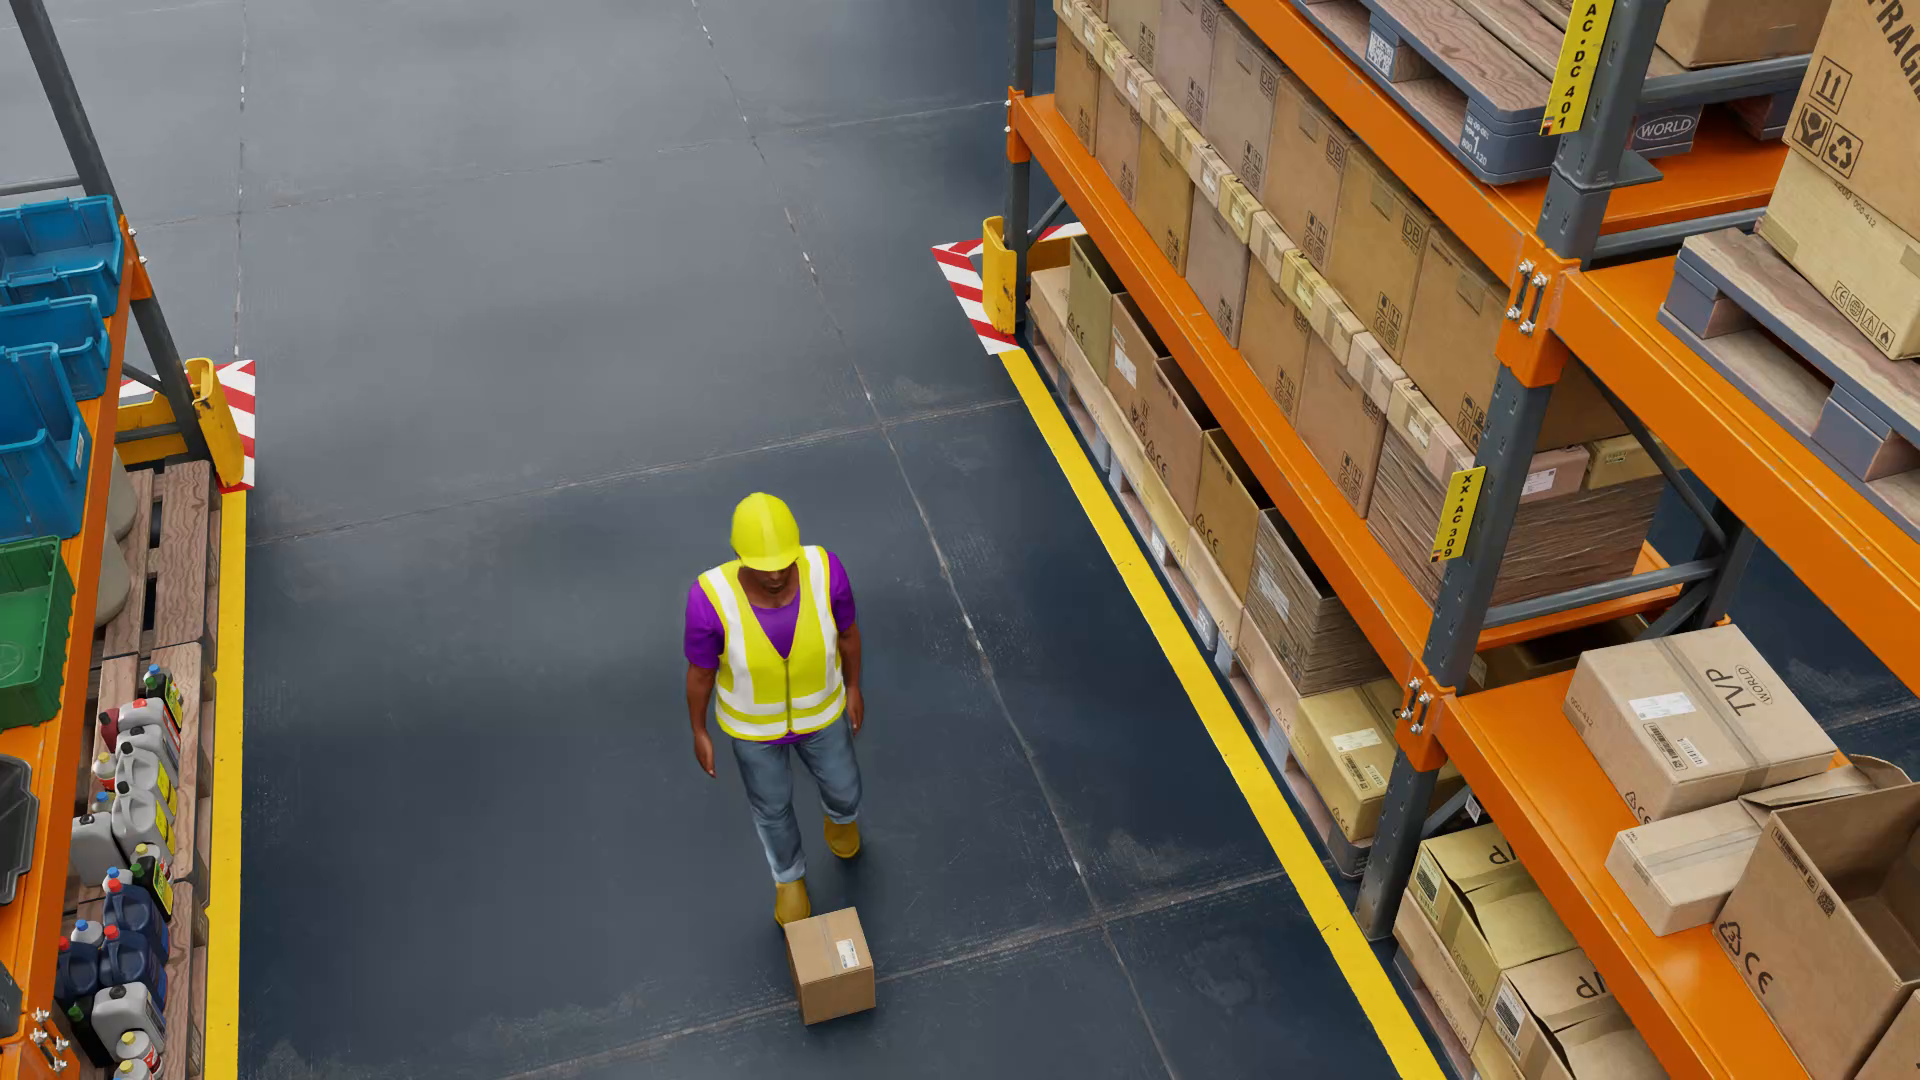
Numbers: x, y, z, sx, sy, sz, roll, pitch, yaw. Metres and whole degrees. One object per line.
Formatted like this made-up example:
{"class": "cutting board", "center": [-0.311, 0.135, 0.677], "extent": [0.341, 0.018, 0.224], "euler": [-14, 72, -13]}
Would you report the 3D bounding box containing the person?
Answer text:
{"class": "person", "center": [-0.594, 0.581, 5.508], "extent": [0.600, 1.791, 0.542], "euler": [-12, 43, -13]}
